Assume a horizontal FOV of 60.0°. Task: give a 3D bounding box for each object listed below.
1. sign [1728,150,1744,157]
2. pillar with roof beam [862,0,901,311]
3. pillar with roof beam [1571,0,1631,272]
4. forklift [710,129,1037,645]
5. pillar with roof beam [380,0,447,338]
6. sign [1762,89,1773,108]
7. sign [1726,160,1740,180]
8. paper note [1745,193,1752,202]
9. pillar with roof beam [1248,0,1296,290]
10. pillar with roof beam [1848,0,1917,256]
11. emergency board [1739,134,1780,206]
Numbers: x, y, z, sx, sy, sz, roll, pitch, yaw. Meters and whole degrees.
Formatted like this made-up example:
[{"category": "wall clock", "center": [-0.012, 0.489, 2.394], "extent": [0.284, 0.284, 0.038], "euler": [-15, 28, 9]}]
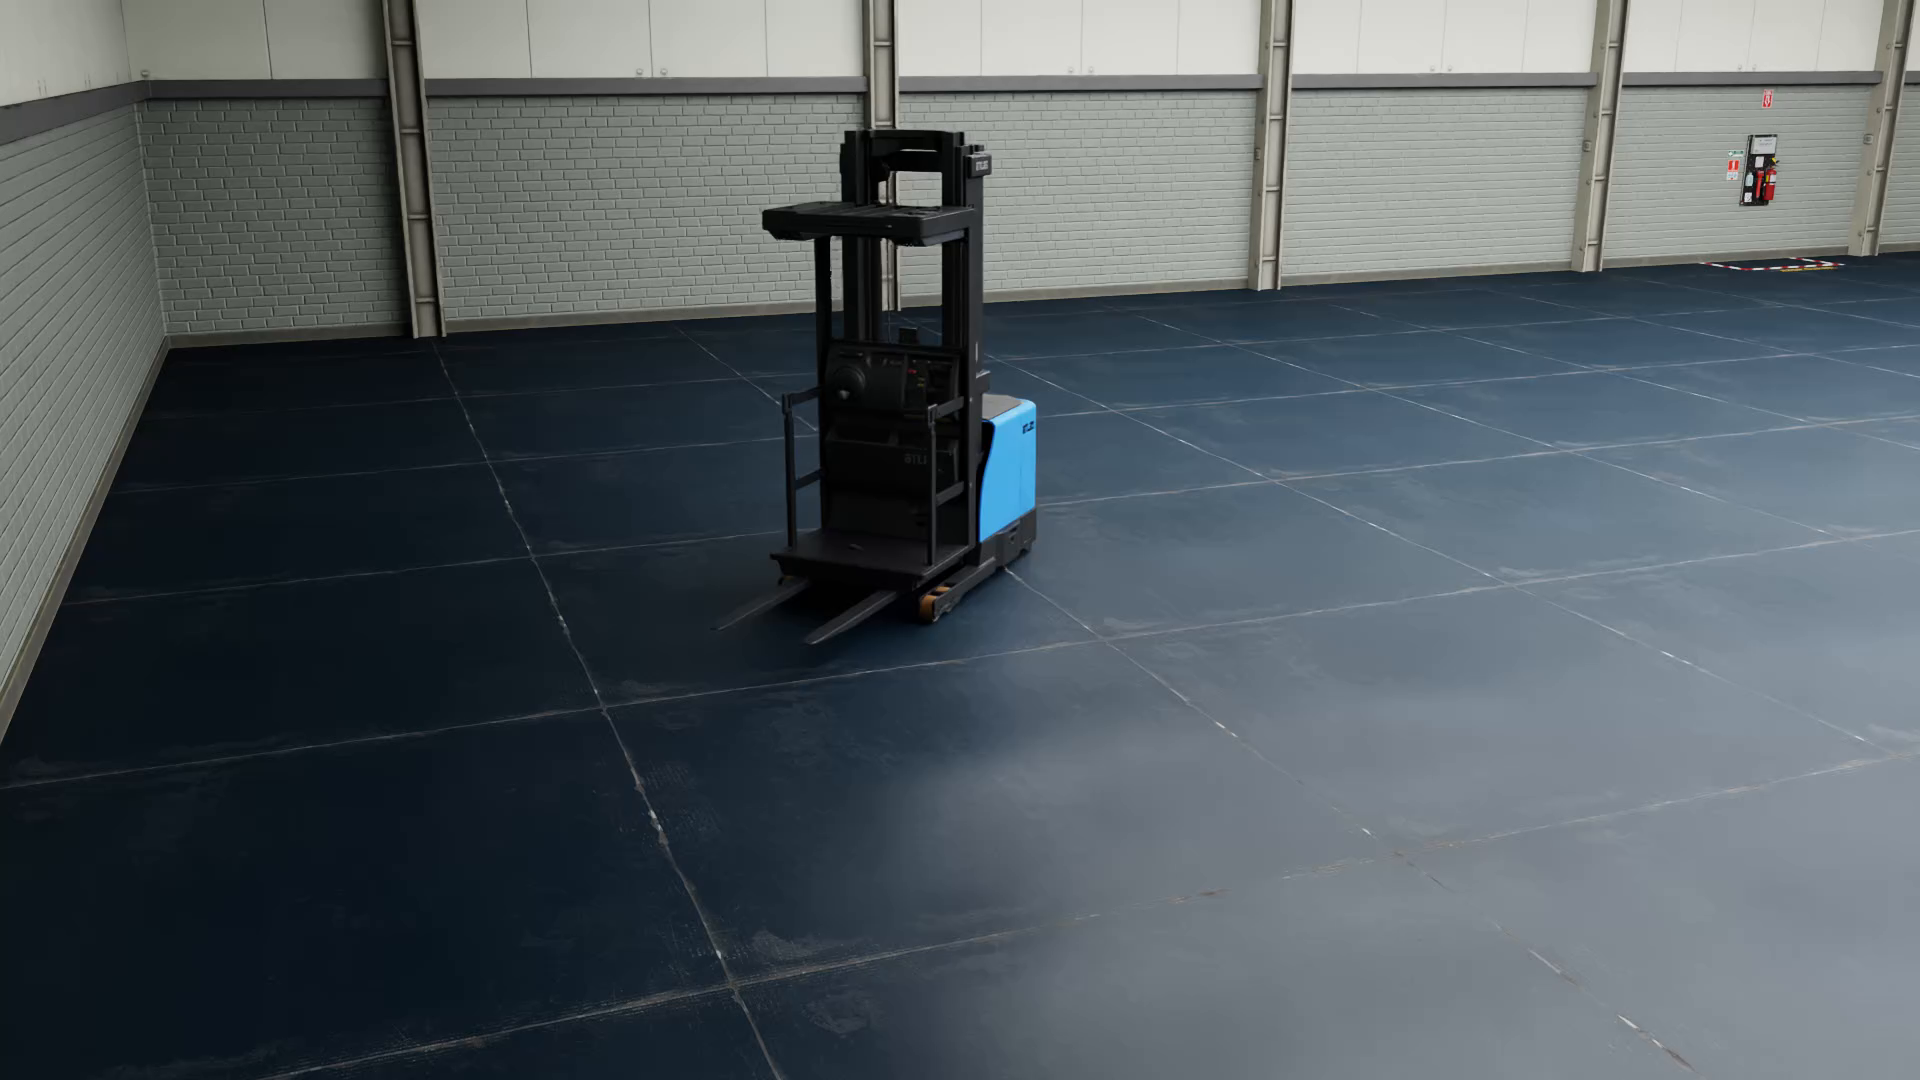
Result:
[{"category": "sign", "center": [12.895, -6.423, 27.642], "extent": [0.331, 0.109, 0.001], "euler": [-6, 17, -20]}, {"category": "pillar with roof beam", "center": [0.494, -6.352, 17.757], "extent": [0.400, 9.000, 9.100], "euler": [-6, 17, -20]}, {"category": "pillar with roof beam", "center": [11.700, -7.562, 21.877], "extent": [0.400, 9.000, 9.100], "euler": [-6, 17, -20]}, {"category": "forklift", "center": [-0.519, -1.035, 10.422], "extent": [1.130, 2.935, 3.031], "euler": [7, 18, 23]}, {"category": "pillar with roof beam", "center": [-5.108, -5.747, 15.697], "extent": [0.400, 9.000, 9.100], "euler": [-6, 17, -20]}, {"category": "sign", "center": [13.398, -7.319, 27.585], "extent": [0.199, 0.298, 0.001], "euler": [-6, 17, -20]}, {"category": "sign", "center": [12.888, -6.170, 27.723], "extent": [0.234, 0.329, 0.001], "euler": [-6, 17, -20]}, {"category": "paper note", "center": [13.251, -5.759, 27.950], "extent": [0.142, 0.148, 0.016], "euler": [-6, 17, -20]}, {"category": "pillar with roof beam", "center": [6.097, -6.957, 19.817], "extent": [0.400, 9.000, 9.100], "euler": [-6, 17, -20]}, {"category": "pillar with roof beam", "center": [17.303, -8.167, 23.937], "extent": [0.400, 9.000, 9.100], "euler": [-6, 17, -20]}, {"category": "emergency board", "center": [13.441, -6.182, 27.825], "extent": [0.643, 1.169, 0.194], "euler": [-6, 17, -20]}]
